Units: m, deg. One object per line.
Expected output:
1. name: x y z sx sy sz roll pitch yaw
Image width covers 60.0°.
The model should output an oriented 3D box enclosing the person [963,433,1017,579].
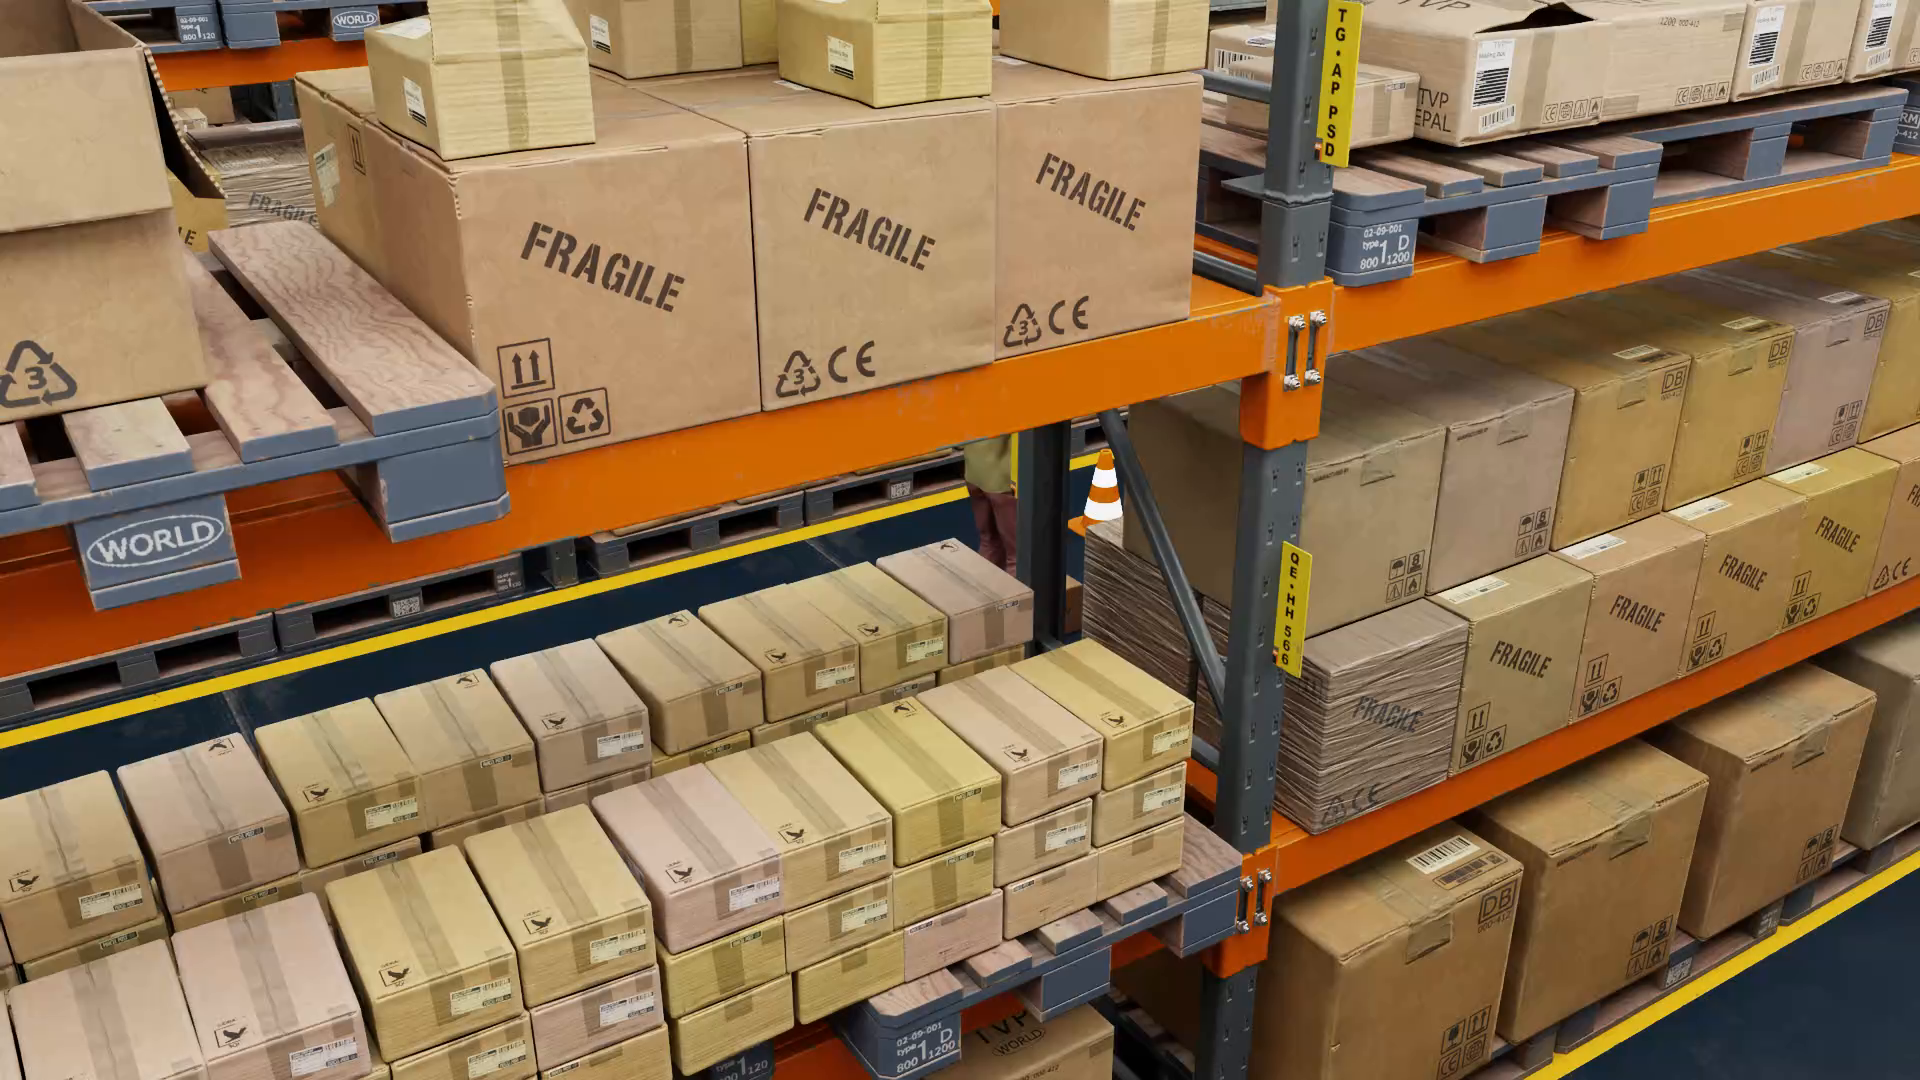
1. person: 0.213 -0.271 7.688 0.359 1.671 0.513 -17 30 -32
